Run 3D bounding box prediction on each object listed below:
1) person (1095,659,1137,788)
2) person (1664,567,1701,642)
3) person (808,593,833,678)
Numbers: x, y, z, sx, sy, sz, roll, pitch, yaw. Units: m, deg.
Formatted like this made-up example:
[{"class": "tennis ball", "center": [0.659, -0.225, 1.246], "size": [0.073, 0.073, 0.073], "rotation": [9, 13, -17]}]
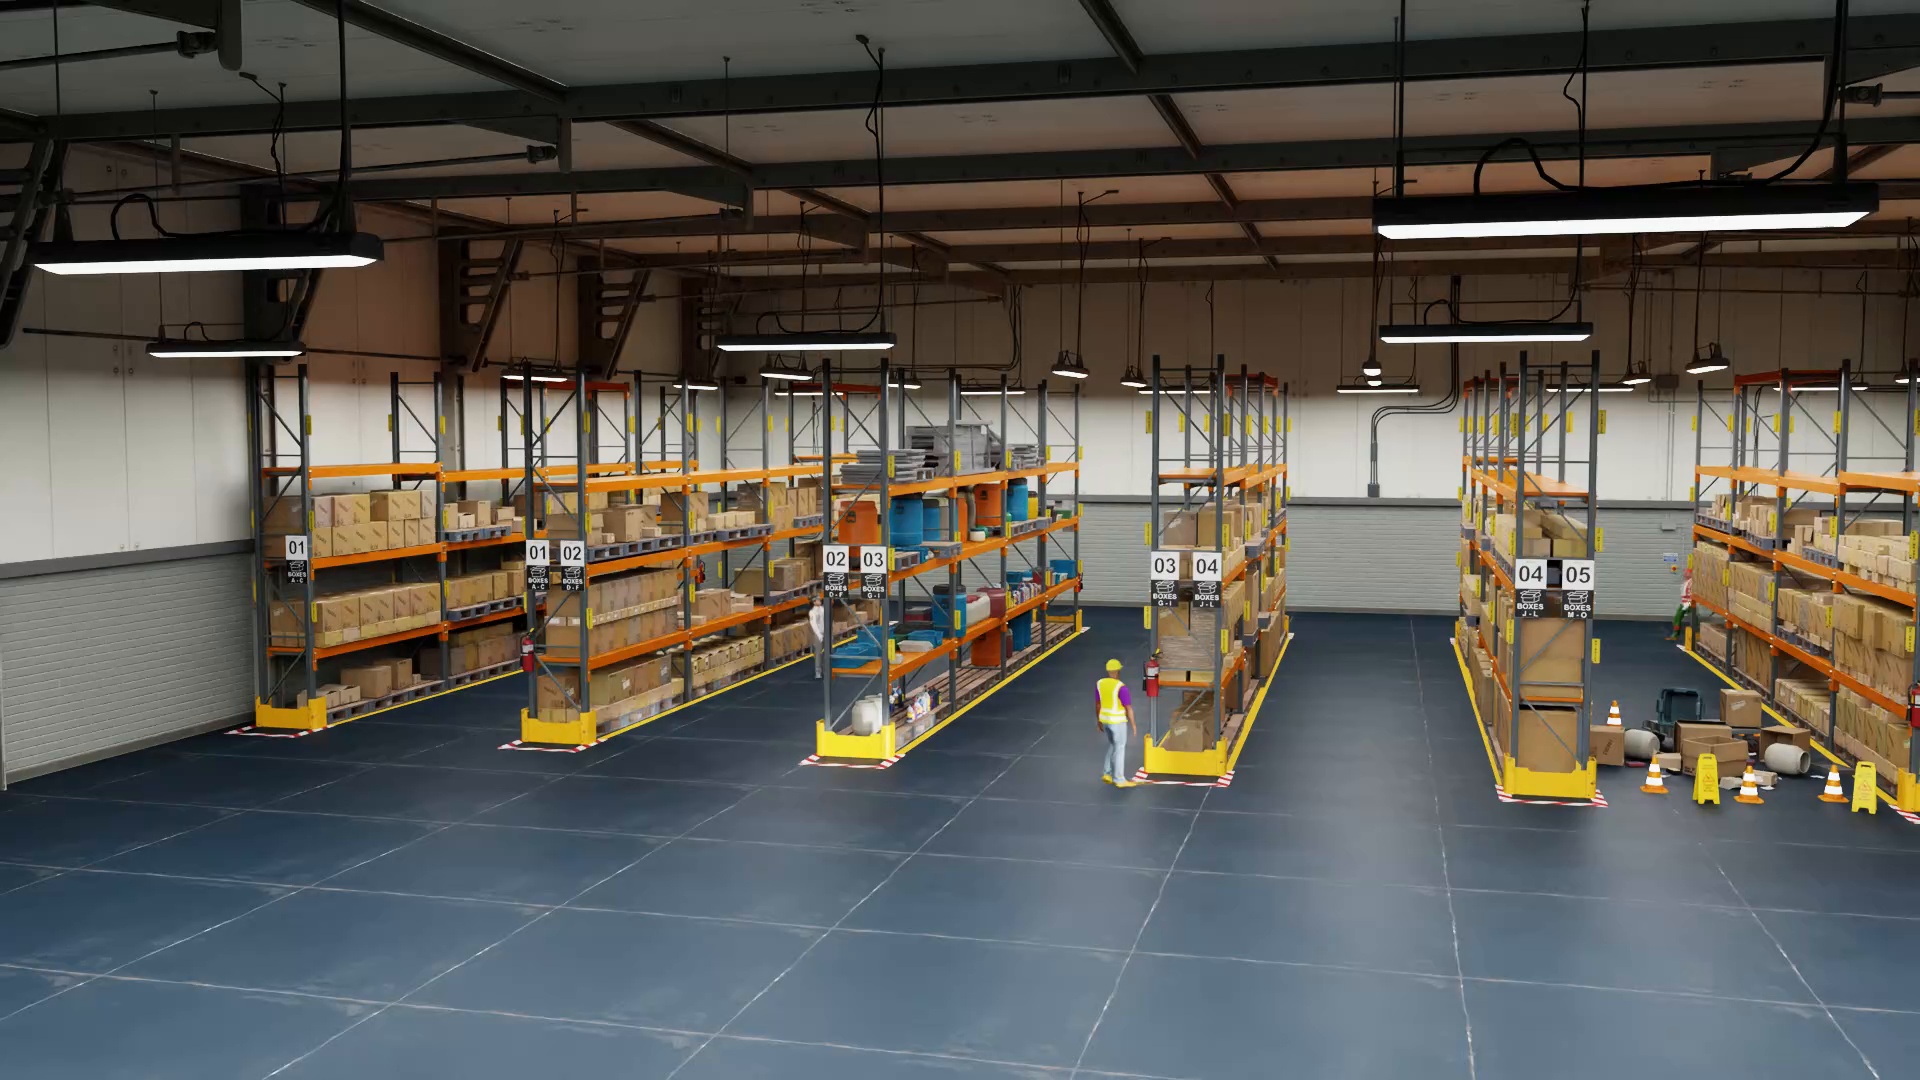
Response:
[{"class": "person", "center": [2.174, 2.549, 23.033], "size": [0.464, 1.808, 0.603], "rotation": [-2, 5, -30]}, {"class": "person", "center": [16.823, 1.486, 38.348], "size": [1.029, 1.751, 0.585], "rotation": [1, 4, 8]}, {"class": "person", "center": [-2.707, 1.901, 32.829], "size": [0.553, 1.714, 0.600], "rotation": [-2, 4, -28]}]
